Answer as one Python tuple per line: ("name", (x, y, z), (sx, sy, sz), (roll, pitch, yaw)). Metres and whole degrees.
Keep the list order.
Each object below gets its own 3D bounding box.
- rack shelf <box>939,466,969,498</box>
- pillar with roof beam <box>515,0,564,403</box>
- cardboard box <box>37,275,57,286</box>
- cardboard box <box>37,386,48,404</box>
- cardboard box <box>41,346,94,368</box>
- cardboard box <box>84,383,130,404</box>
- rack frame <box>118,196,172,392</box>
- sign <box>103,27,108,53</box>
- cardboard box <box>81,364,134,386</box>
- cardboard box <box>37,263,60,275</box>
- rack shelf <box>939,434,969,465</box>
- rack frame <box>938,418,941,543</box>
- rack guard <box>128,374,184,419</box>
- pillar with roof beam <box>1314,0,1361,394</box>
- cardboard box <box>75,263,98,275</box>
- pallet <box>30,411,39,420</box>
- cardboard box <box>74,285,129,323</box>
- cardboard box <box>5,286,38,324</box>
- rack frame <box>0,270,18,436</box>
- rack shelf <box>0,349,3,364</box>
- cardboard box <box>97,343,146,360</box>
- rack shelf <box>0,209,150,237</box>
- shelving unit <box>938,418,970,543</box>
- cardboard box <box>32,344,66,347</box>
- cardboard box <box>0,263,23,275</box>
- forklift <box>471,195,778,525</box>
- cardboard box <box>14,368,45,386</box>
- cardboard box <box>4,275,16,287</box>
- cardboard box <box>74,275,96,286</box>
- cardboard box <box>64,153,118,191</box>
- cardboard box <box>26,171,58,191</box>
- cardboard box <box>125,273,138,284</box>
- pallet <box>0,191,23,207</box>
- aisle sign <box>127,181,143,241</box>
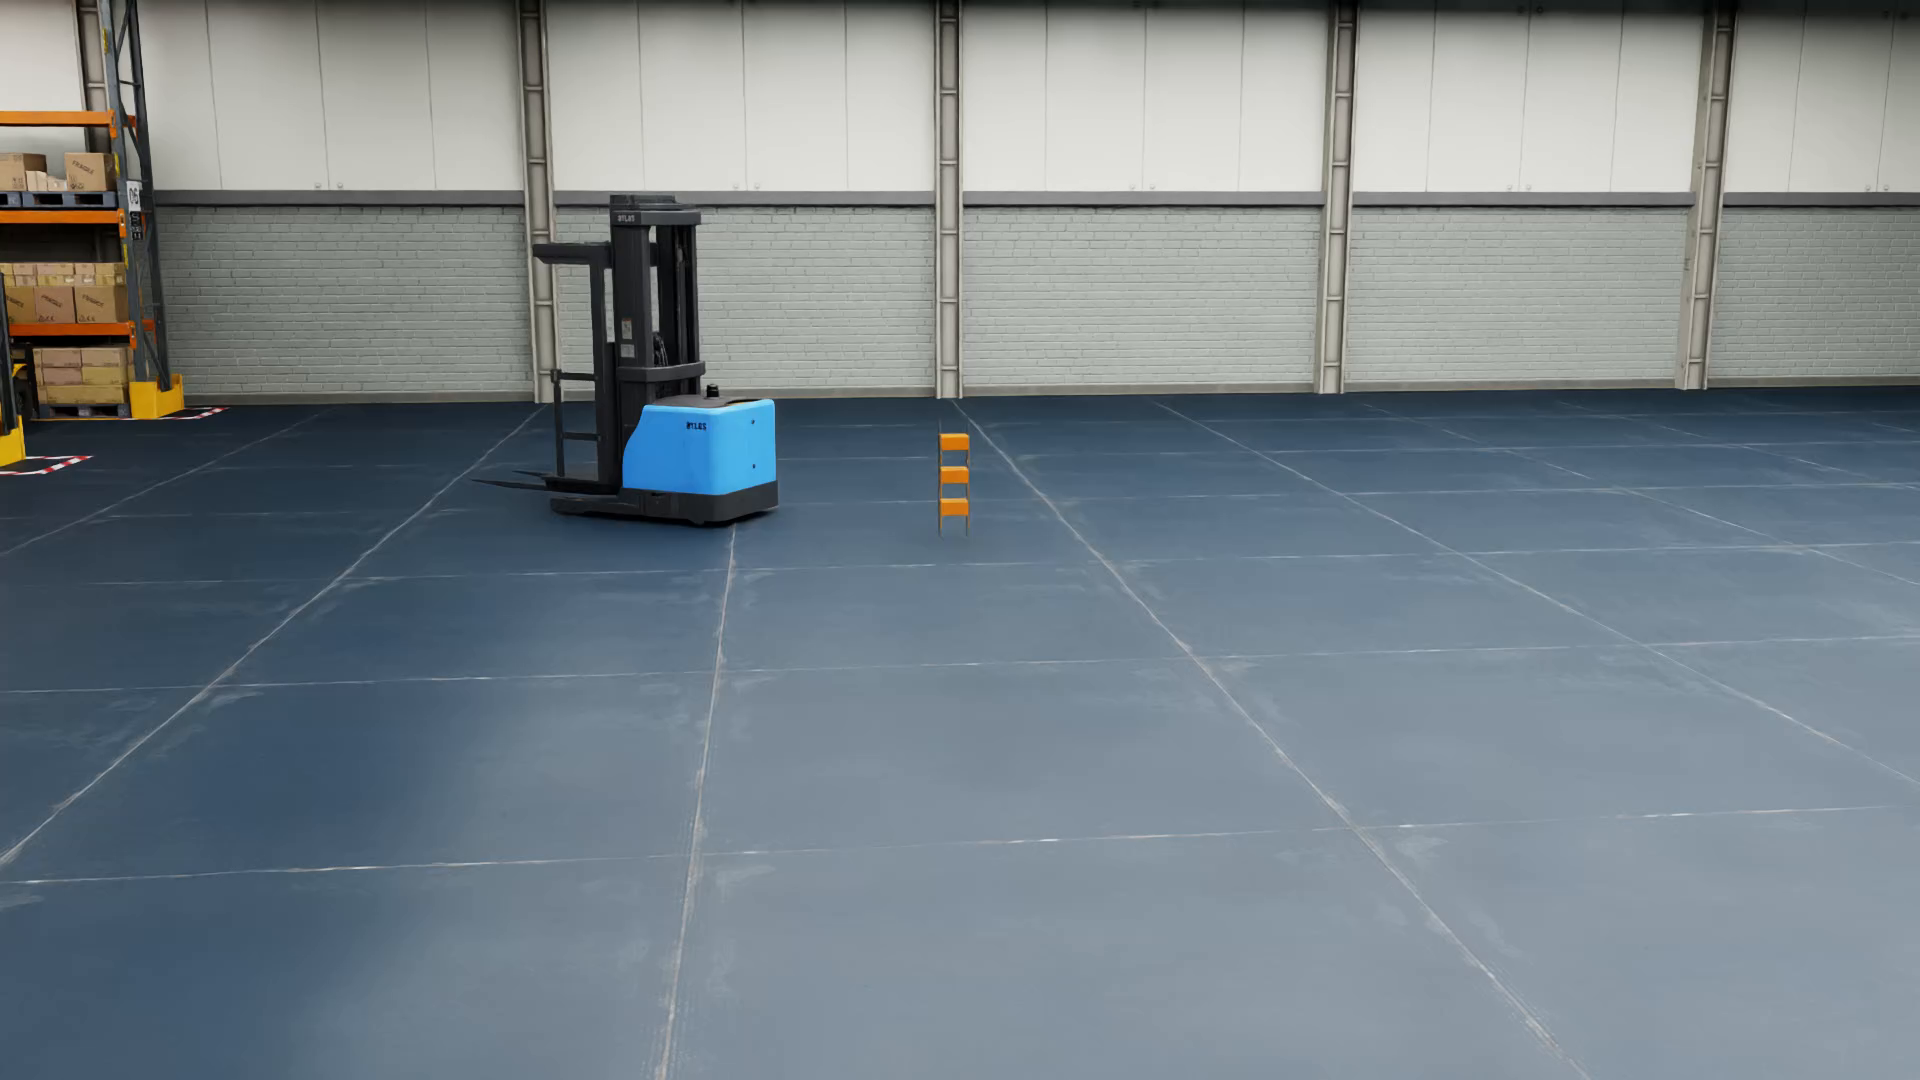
("rack shelf", (-0.053, -0.504, 14.263), (0.240, 0.259, 0.215), (-1, 11, -6))
("pillar with roof beam", (-5.674, -5.654, 19.801), (0.400, 9.000, 9.100), (-1, 11, -6))
("cardboard box", (-12.391, -3.552, 22.717), (0.250, 0.149, 0.380), (-1, 11, -6))
("cardboard box", (-12.741, -2.022, 22.917), (0.500, 0.250, 0.500), (-1, 11, -5))
("cardboard box", (-12.245, -2.519, 22.853), (0.500, 0.250, 0.500), (-1, 11, -5))
("cardboard box", (-11.747, -2.039, 23.005), (0.500, 0.250, 0.500), (-1, 11, -6))
("rack frame", (-11.314, -3.253, 23.138), (0.127, 3.000, 1.000), (-1, 11, -6))
("sign", (-11.269, -6.589, 21.931), (0.005, 0.325, 0.100), (-1, 11, -6))
("cardboard box", (-11.764, -2.285, 22.958), (0.500, 0.250, 0.500), (-1, 11, -7))
("cardboard box", (-12.402, -3.706, 22.729), (0.250, 0.149, 0.380), (-1, 11, -6))
("rack shelf", (-0.053, -0.782, 14.208), (0.240, 0.259, 0.215), (-1, 11, -6))
("rack frame", (-0.174, -0.511, 14.248), (0.008, 1.050, 0.200), (-1, 11, -6))
("rack guard", (-11.290, -2.027, 23.382), (0.348, 0.500, 1.175), (-1, 11, -6))
("pillar with roof beam", (6.256, -5.904, 21.072), (0.400, 9.000, 9.100), (-1, 11, -6))
("cardboard box", (-11.889, -3.707, 22.737), (0.250, 0.149, 0.380), (-1, 11, -6))
("pallet", (-13.280, -1.836, 23.159), (1.213, 0.211, 1.003), (-1, 11, -6))
("cardboard box", (-11.775, -3.241, 22.820), (0.500, 0.500, 0.500), (-1, 11, -7))
("cardboard box", (-12.801, -3.221, 22.719), (0.500, 0.500, 0.500), (-1, 11, -7))
("rack frame", (-10.774, -2.301, 18.296), (0.127, 3.000, 1.000), (-1, 11, -6))
("rack shelf", (-12.762, -1.906, 18.154), (4.000, 0.370, 1.077), (-1, 11, -6))
("cardboard box", (-11.812, -2.627, 23.400), (0.500, 0.250, 0.500), (-1, 11, -7))
("rack shelf", (-13.302, -4.330, 22.706), (4.000, 0.370, 1.077), (-1, 11, -6))
("shelving unit", (-0.053, -0.514, 14.261), (0.252, 1.050, 0.215), (-1, 11, -6))
("cardboard box", (-12.807, -2.607, 23.301), (0.500, 0.250, 0.500), (-1, 11, -6))
("cardboard box", (-12.905, -3.672, 22.560), (0.250, 0.149, 0.380), (-1, 11, -5))
("forklift", (-3.270, -1.743, 15.634), (3.031, 2.935, 1.130), (5, 12, 25))
("cardboard box", (-12.775, -2.262, 22.840), (0.500, 0.250, 0.500), (-1, 11, -7))
("cardboard box", (-12.901, -3.528, 22.596), (0.250, 0.149, 0.380), (-1, 11, -6))
("cardboard box", (-11.879, -3.548, 22.699), (0.250, 0.149, 0.380), (-1, 11, -5))
("cardboard box", (-11.728, -4.973, 22.504), (0.500, 0.500, 0.500), (-1, 11, -4))
("cardboard box", (-12.357, -4.833, 22.400), (0.258, 0.266, 0.396), (-1, 11, -6))
("cardboard box", (-11.679, -3.663, 23.283), (0.250, 0.149, 0.380), (-1, 11, -8))
("pallet", (-13.235, -4.645, 22.675), (1.213, 0.211, 1.003), (-1, 11, -6))
("aisle sign", (-11.217, -4.473, 22.608), (0.004, 0.787, 0.394), (-1, 11, -6))
